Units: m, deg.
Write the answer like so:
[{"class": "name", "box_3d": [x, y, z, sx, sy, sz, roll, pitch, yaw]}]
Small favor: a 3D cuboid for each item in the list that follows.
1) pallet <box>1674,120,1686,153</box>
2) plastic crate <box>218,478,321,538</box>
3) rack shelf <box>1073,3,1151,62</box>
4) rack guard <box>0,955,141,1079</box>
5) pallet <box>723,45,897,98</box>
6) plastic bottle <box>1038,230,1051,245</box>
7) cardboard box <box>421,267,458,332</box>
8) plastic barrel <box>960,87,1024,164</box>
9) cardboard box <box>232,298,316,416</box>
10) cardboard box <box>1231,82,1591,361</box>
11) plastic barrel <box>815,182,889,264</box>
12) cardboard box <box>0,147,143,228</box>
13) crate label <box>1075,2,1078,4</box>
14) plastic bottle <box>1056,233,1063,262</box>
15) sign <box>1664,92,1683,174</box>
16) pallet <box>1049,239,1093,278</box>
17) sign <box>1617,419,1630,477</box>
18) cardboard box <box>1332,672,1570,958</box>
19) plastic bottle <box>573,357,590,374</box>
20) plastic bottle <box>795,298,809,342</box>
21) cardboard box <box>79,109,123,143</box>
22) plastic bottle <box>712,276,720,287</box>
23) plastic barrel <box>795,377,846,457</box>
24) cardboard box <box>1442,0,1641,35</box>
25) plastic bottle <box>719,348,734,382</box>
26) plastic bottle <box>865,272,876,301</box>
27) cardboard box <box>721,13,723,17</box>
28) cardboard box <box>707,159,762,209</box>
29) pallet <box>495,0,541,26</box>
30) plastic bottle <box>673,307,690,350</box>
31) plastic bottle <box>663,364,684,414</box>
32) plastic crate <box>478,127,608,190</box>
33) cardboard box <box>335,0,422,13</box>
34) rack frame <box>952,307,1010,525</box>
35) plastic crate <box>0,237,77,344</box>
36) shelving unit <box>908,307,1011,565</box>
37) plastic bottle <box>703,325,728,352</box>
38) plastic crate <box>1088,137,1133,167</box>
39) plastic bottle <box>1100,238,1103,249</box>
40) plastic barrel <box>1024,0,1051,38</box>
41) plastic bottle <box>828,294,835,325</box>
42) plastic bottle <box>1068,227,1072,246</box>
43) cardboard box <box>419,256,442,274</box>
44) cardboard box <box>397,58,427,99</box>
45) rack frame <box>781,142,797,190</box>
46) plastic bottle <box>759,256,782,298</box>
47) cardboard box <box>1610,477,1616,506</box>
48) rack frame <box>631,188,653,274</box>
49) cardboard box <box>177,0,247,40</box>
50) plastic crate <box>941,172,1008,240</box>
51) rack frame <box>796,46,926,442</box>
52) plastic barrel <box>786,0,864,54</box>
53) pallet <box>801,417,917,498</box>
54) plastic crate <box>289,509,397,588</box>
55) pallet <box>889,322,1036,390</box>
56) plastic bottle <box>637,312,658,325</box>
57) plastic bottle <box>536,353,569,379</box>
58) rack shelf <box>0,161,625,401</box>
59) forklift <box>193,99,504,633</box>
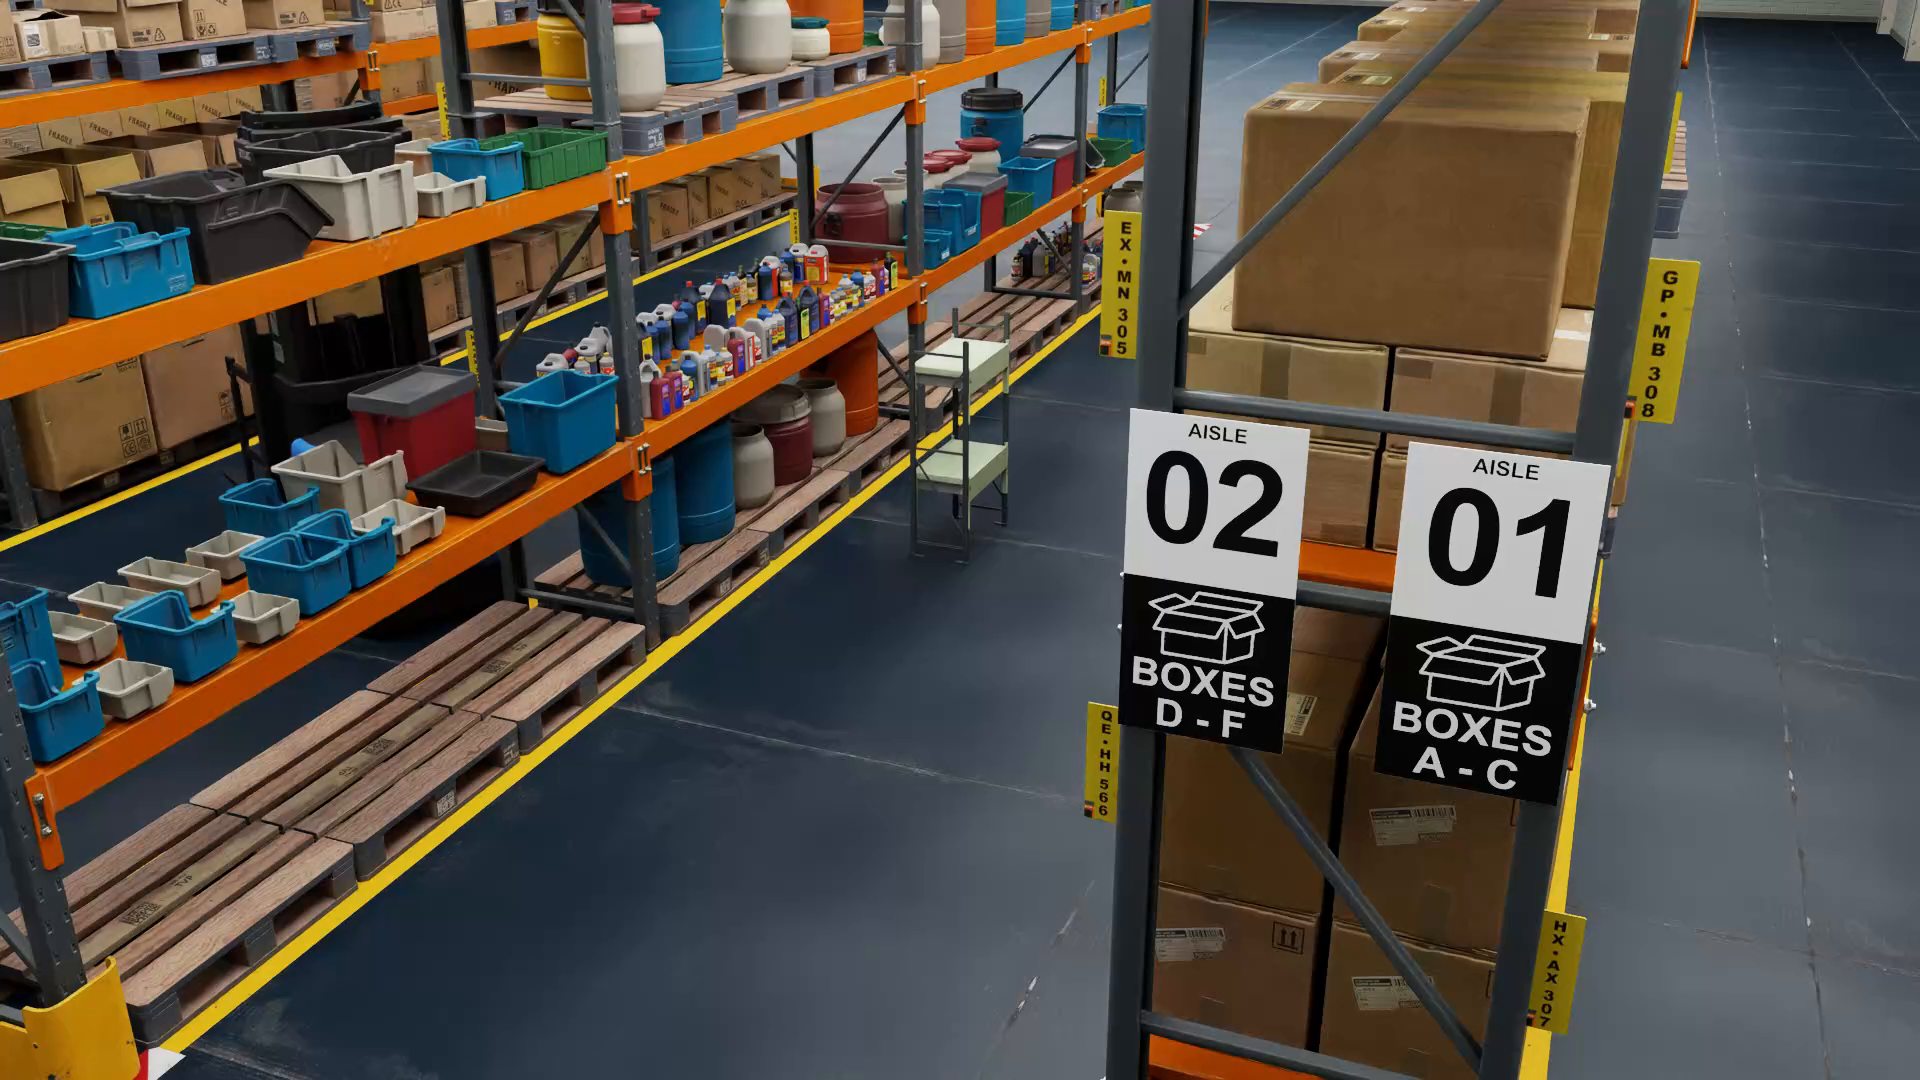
[{"class": "pallet", "box_3d": [3.044, -2.002, 8.504, 1.213, 0.211, 1.003, 9, 24, 20]}, {"class": "plastic crate", "box_3d": [-3.205, -0.111, 7.764, 0.416, 0.233, 0.300, 9, 24, 20]}, {"class": "rack shelf", "box_3d": [1.471, -5.451, 17.451, 1.077, 0.370, 4.000, 9, 24, 20]}, {"class": "rack guard", "box_3d": [-3.726, 1.775, 6.353, 1.175, 0.500, 0.348, 9, 24, 20]}, {"class": "pallet", "box_3d": [-1.133, -3.289, 11.586, 1.003, 0.211, 1.213, 9, 24, 20]}, {"class": "plastic bottle", "box_3d": [0.891, -3.120, 17.694, 0.144, 0.351, 0.185, 9, 24, 20]}, {"class": "cardboard box", "box_3d": [-5.126, -2.253, 15.425, 0.700, 0.500, 0.500, 7, 24, 17]}, {"class": "plastic barrel", "box_3d": [0.303, -3.820, 15.853, 0.600, 0.901, 0.708, 9, 24, 20]}, {"class": "cardboard box", "box_3d": [-5.970, -1.613, 13.431, 1.225, 0.875, 0.875, 9, 24, 20]}, {"class": "cardboard box", "box_3d": [1.044, -0.757, 3.851, 0.700, 0.500, 0.500, 9, 24, 20]}, {"class": "plastic barrel", "box_3d": [-0.867, -2.524, 13.225, 0.600, 0.536, 0.708, 9, 24, 20]}, {"class": "cardboard box", "box_3d": [-6.347, -2.513, 11.942, 0.797, 0.503, 0.637, 9, 24, 21]}, {"class": "crate label", "box_3d": [1.212, -5.808, 17.564, 0.502, 0.251, 0.408, 9, 24, 20]}, {"class": "plastic bottle", "box_3d": [1.054, -3.132, 17.809, 0.061, 0.283, 0.133, 9, 24, 20]}, {"class": "sign", "box_3d": [2.860, -1.658, 6.765, 0.100, 0.325, 0.005, 9, 24, 20]}, {"class": "pallet", "box_3d": [1.468, -3.069, 18.324, 1.003, 0.211, 1.213, 9, 24, 20]}, {"class": "sign", "box_3d": [2.860, -0.435, 7.276, 0.100, 0.325, 0.005, 9, 24, 20]}, {"class": "cardboard box", "box_3d": [1.278, 0.693, 4.273, 0.500, 0.500, 0.500, 10, 25, 22]}, {"class": "plastic bottle", "box_3d": [-2.274, -1.001, 10.012, 0.097, 0.201, 0.097, 0, 23, 0]}, {"class": "plastic bottle", "box_3d": [-1.055, -1.470, 11.028, 0.061, 0.283, 0.133, 9, 24, 20]}, {"class": "cardboard box", "box_3d": [-9.133, -4.238, 17.375, 0.500, 0.500, 0.500, 9, 24, 20]}, {"class": "plastic bottle", "box_3d": [-1.690, -1.683, 11.538, 0.061, 0.283, 0.133, 9, 24, 20]}, {"class": "plastic barrel", "box_3d": [-1.051, -0.906, 12.209, 0.421, 0.512, 0.421, 0, 23, 0]}, {"class": "cardboard box", "box_3d": [2.209, -1.822, 6.402, 0.700, 0.500, 0.500, 9, 24, 20]}, {"class": "plastic bottle", "box_3d": [-1.441, -1.078, 10.197, 0.097, 0.201, 0.097, 0, 23, 0]}, {"class": "plastic bottle", "box_3d": [-0.658, -1.833, 12.005, 0.097, 0.201, 0.097, 0, 23, 0]}, {"class": "cardboard box", "box_3d": [-3.035, -6.133, 20.228, 0.500, 0.500, 0.500, 9, 24, 20]}, {"class": "cardboard box", "box_3d": [-2.823, -4.424, 20.649, 0.500, 0.500, 0.500, 16, 28, 34]}, {"class": "pallet", "box_3d": [-4.581, -5.113, 15.950, 1.213, 0.211, 1.003, 9, 24, 20]}, {"class": "plastic bottle", "box_3d": [-1.816, -1.380, 10.828, 0.097, 0.271, 0.097, 0, 23, 0]}, {"class": "plastic bottle", "box_3d": [-1.662, -0.885, 9.628, 0.061, 0.283, 0.133, 9, 24, 20]}, {"class": "plastic crate", "box_3d": [-2.120, -1.912, 8.319, 0.450, 0.188, 0.662, 9, 24, 20]}, {"class": "cardboard box", "box_3d": [-4.943, -4.753, 14.068, 0.500, 0.500, 0.500, 9, 24, 21]}, {"class": "rack frame", "box_3d": [0.138, -0.825, 11.280, 0.400, 1.500, 0.023, 9, 24, 20]}, {"class": "plastic crate", "box_3d": [-3.328, -0.811, 5.577, 0.497, 0.269, 0.590, 9, 24, 20]}, {"class": "shelving unit", "box_3d": [0.002, -0.694, 10.967, 0.431, 1.500, 0.755, 9, 24, 20]}, {"class": "plastic bottle", "box_3d": [-1.515, -1.228, 10.458, 0.152, 0.276, 0.135, 9, 24, 20]}, {"class": "plastic crate", "box_3d": [1.494, -4.031, 17.284, 0.450, 0.188, 0.662, 9, 24, 20]}, {"class": "plastic bottle", "box_3d": [1.483, -2.961, 17.314, 0.144, 0.351, 0.185, 8, 24, 18]}, {"class": "plastic barrel", "box_3d": [0.498, -4.852, 14.432, 0.600, 0.901, 0.600, 0, 23, 0]}, {"class": "plastic bottle", "box_3d": [-0.911, -1.589, 11.421, 0.097, 0.201, 0.097, 0, 23, 0]}, {"class": "plastic bottle", "box_3d": [1.212, -3.385, 18.523, 0.097, 0.201, 0.097, 0, 23, 0]}, {"class": "cardboard box", "box_3d": [-5.136, -2.601, 15.284, 0.500, 0.250, 0.500, 10, 25, 22]}, {"class": "cardboard box", "box_3d": [-7.557, -6.118, 21.810, 0.875, 0.550, 0.550, 9, 24, 20]}, {"class": "rack frame", "box_3d": [-2.385, -5.824, 21.301, 1.000, 3.000, 0.127, 9, 24, 20]}, {"class": "plastic bottle", "box_3d": [-1.391, -1.921, 12.117, 0.152, 0.276, 0.135, 9, 24, 20]}, {"class": "cardboard box", "box_3d": [1.493, -0.318, 4.423, 0.500, 0.250, 0.500, 9, 24, 20]}, {"class": "rack frame", "box_3d": [-3.871, -4.393, 17.874, 1.000, 3.000, 0.127, 9, 24, 20]}, {"class": "cardboard box", "box_3d": [-5.755, -4.035, 12.452, 0.500, 0.500, 0.500, 10, 25, 23]}, {"class": "plastic crate", "box_3d": [0.126, -2.816, 14.017, 0.402, 0.464, 0.583, 9, 24, 20]}, {"class": "rack frame", "box_3d": [-0.758, -2.252, 12.750, 1.000, 3.000, 0.127, 9, 24, 20]}, {"class": "plastic barrel", "box_3d": [-0.972, -3.825, 11.523, 0.600, 0.830, 0.708, 9, 24, 20]}, {"class": "pallet", "box_3d": [-1.012, -0.677, 12.598, 1.003, 0.211, 1.213, 9, 24, 20]}, {"class": "plastic crate", "box_3d": [-2.732, 0.041, 7.401, 0.416, 0.233, 0.300, 9, 24, 20]}, {"class": "pallet", "box_3d": [0.021, -1.672, 14.979, 1.003, 0.211, 1.213, 9, 24, 20]}, {"class": "plastic bottle", "box_3d": [-2.024, -1.310, 10.656, 0.152, 0.276, 0.135, 9, 24, 20]}, {"class": "plastic bottle", "box_3d": [-2.397, -0.951, 9.795, 0.152, 0.276, 0.135, 9, 24, 20]}, {"class": "rack shelf", "box_3d": [-2.987, -1.157, 7.170, 1.077, 0.370, 4.000, 9, 24, 20]}, {"class": "forklift", "box_3d": [-4.055, -1.297, 10.551, 1.130, 2.935, 3.031, -18, 29, -37]}]
